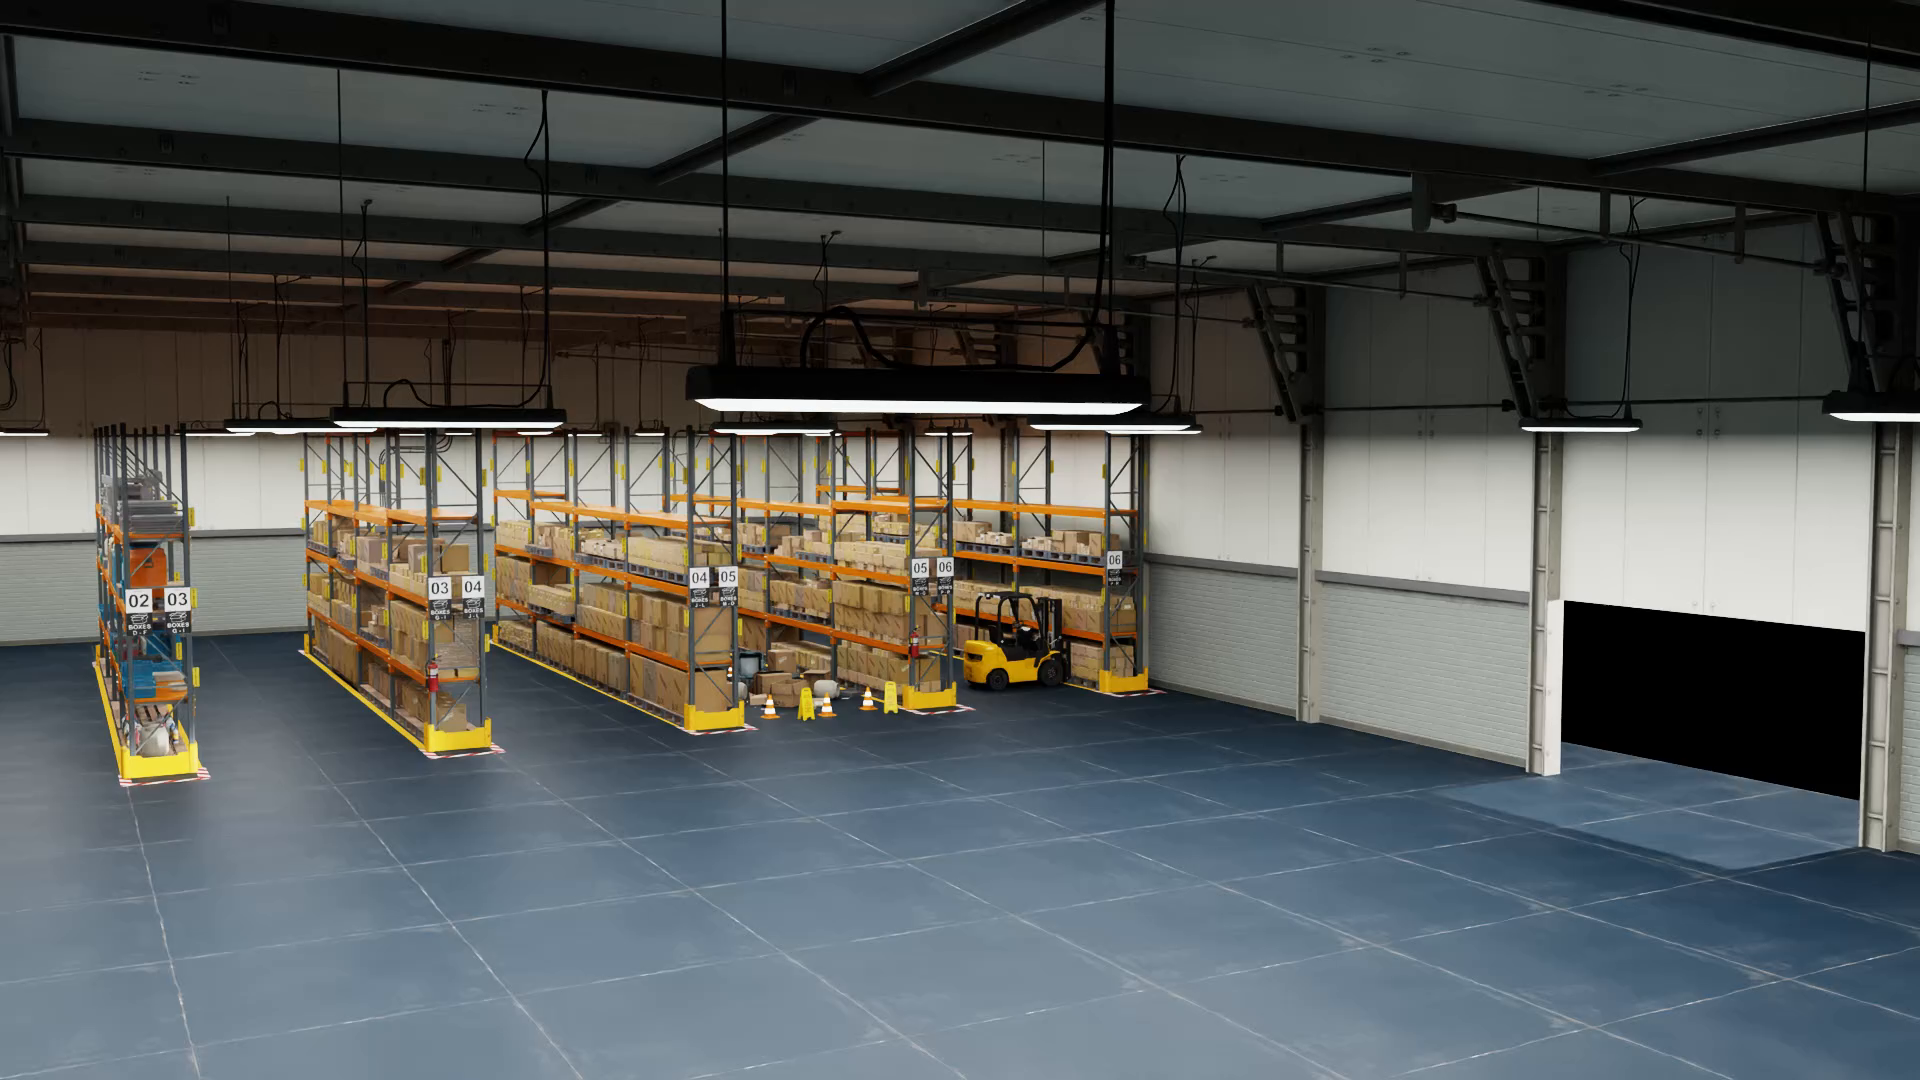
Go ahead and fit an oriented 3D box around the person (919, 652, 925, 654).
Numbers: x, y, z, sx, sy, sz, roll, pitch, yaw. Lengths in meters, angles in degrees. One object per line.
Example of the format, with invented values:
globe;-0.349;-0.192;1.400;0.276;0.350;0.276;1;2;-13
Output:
person;-1.015;2.455;39.556;0.588;1.826;0.548;-2;4;-33
